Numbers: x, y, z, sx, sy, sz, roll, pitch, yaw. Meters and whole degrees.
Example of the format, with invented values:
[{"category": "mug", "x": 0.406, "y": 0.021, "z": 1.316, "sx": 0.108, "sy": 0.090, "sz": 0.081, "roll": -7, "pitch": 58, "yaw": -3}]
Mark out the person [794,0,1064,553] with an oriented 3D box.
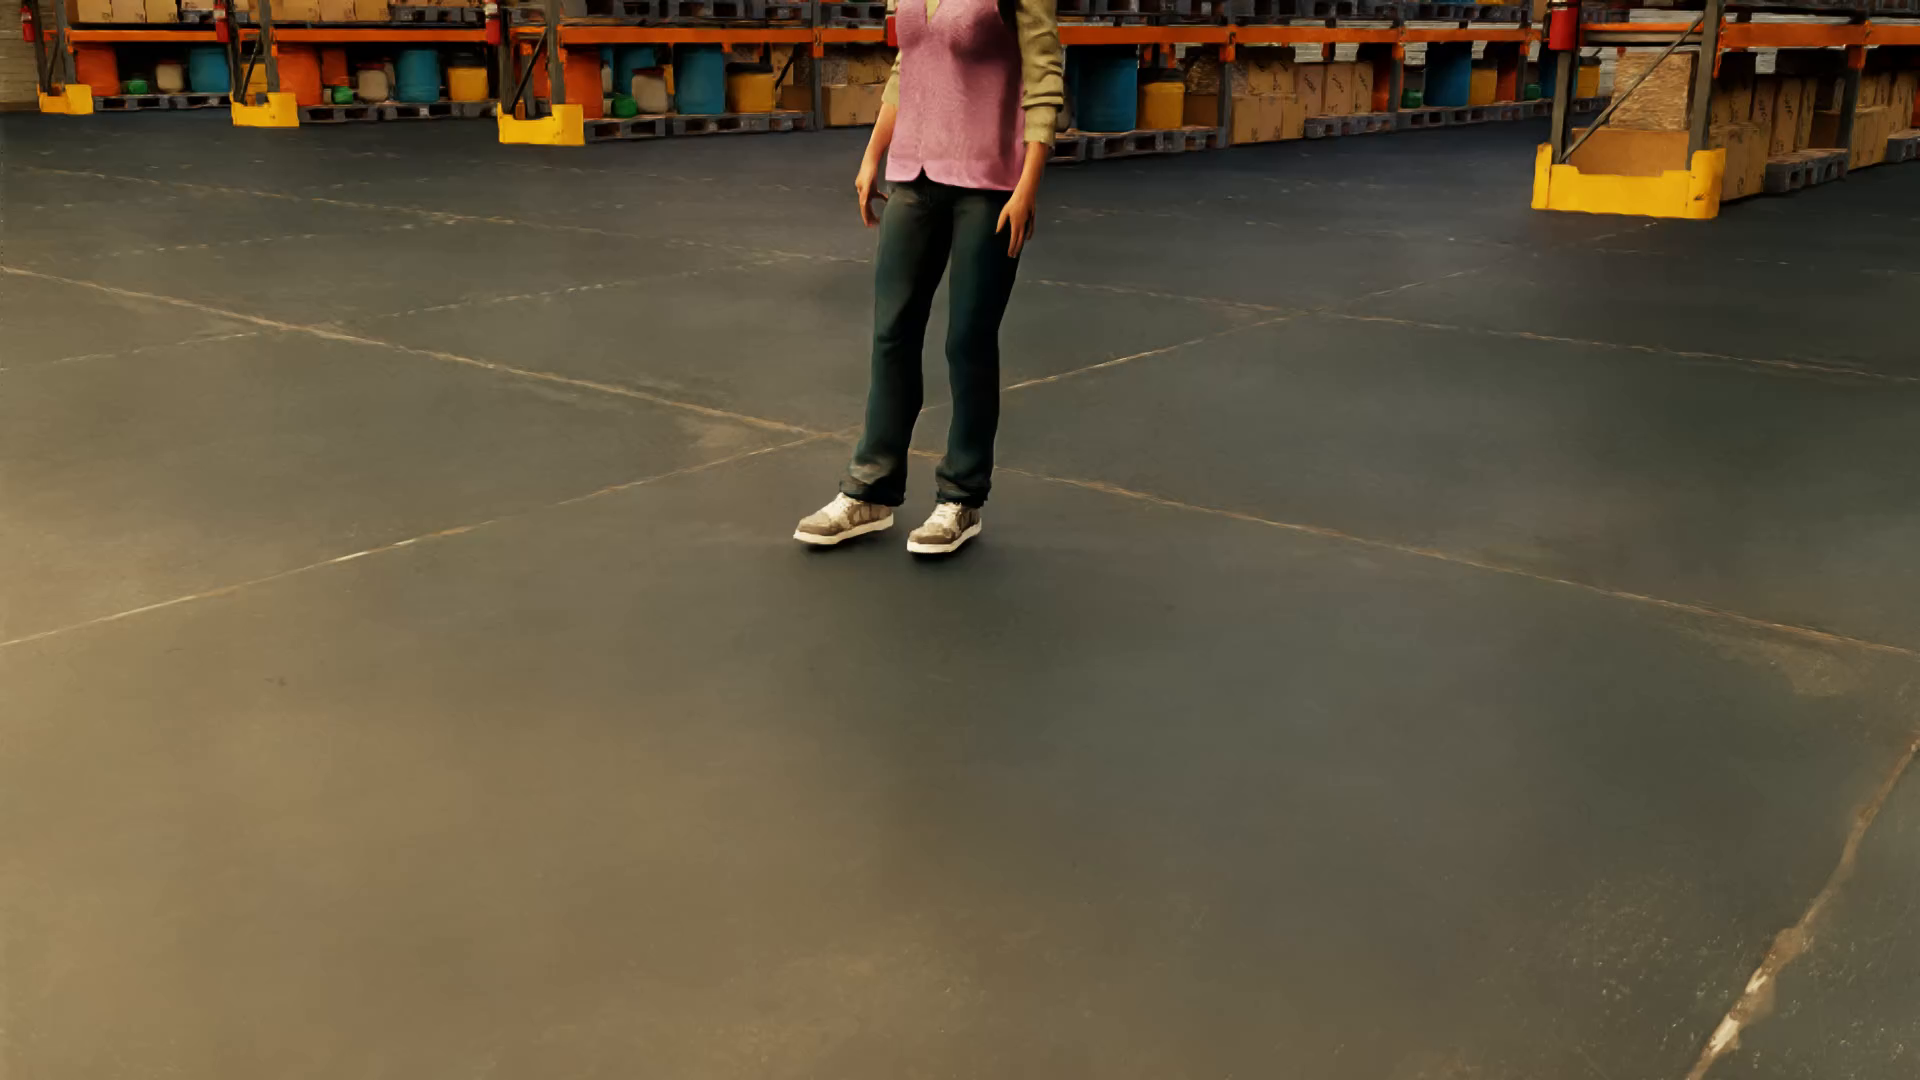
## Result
[{"category": "person", "x": -0.058, "y": -0.757, "z": 3.662, "sx": 0.520, "sy": 1.597, "sz": 0.474, "roll": 13, "pitch": 21, "yaw": 37}]
